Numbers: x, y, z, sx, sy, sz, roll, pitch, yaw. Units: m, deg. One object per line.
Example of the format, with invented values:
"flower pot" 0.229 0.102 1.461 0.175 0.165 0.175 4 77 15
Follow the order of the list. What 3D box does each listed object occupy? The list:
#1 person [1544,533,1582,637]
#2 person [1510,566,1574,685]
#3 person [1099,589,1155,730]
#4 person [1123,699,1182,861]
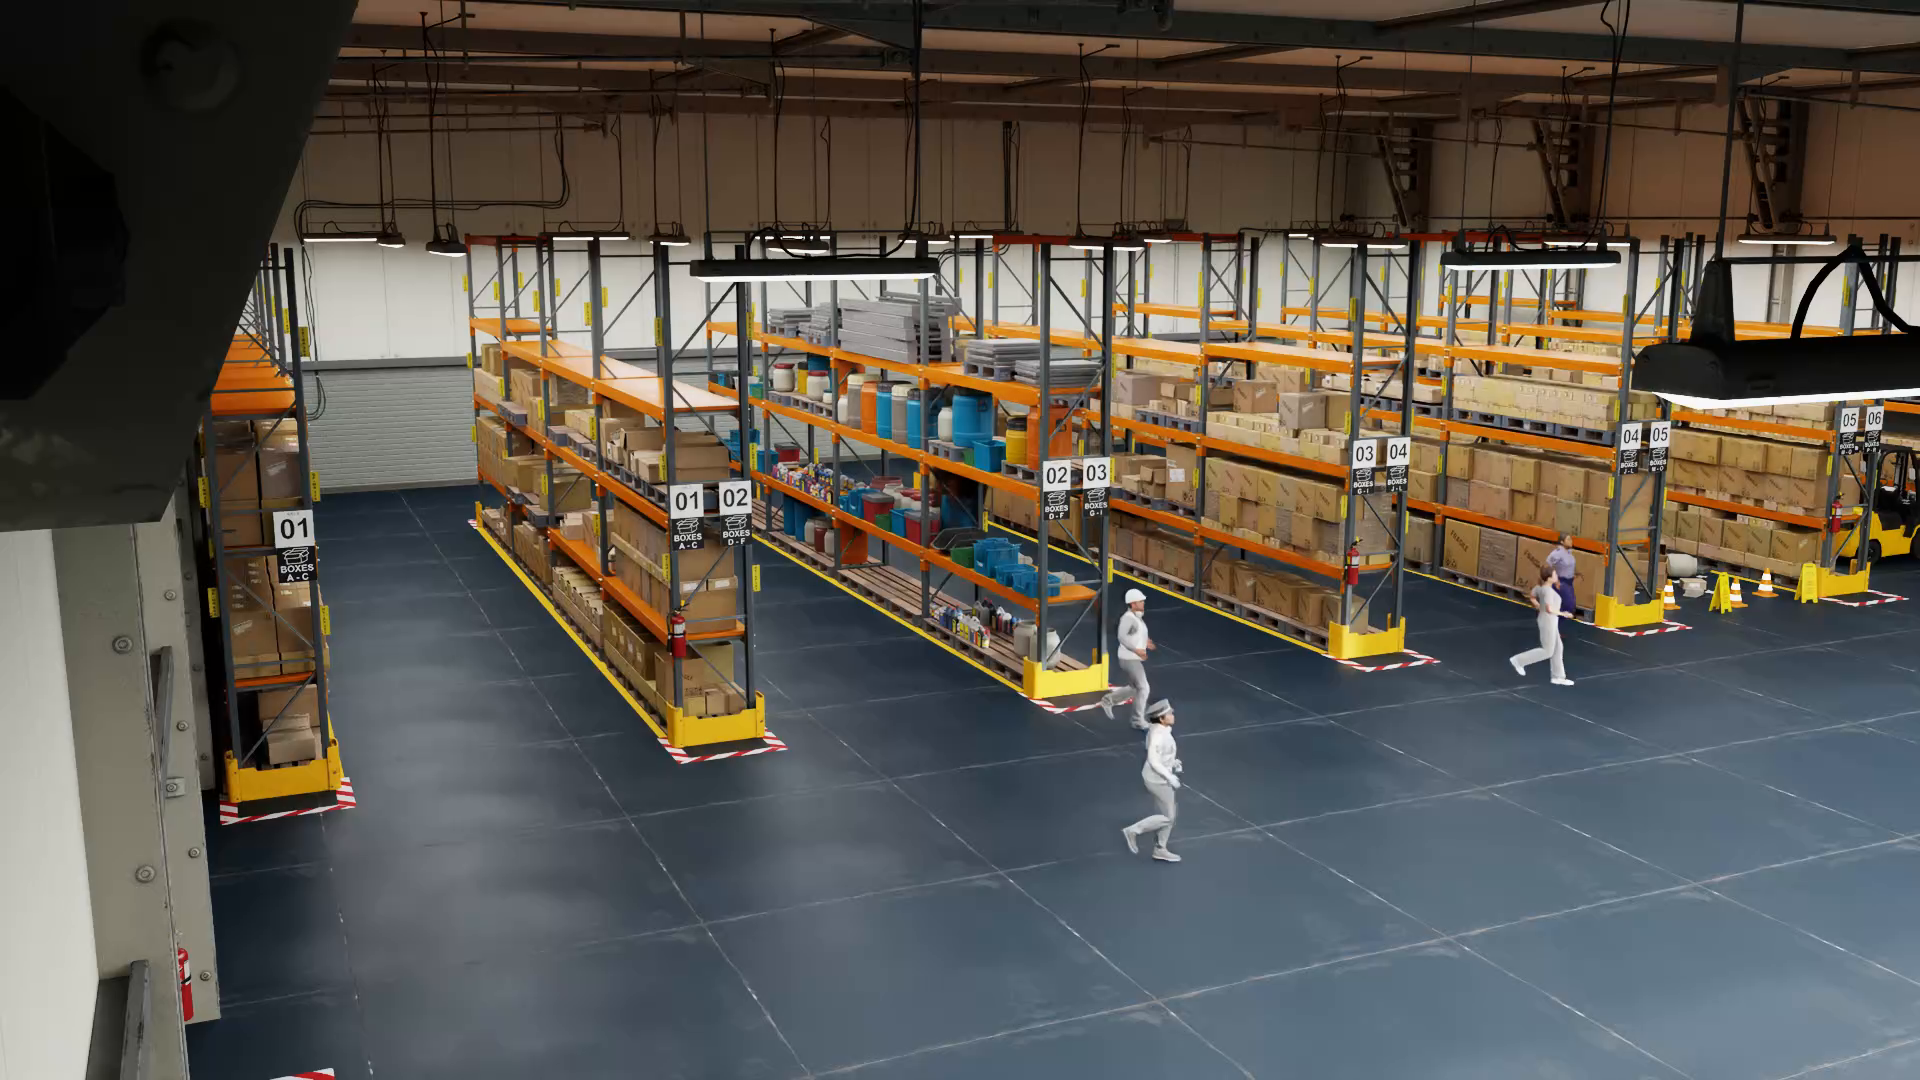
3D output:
"person" 9.219 0.687 25.465 0.537 1.607 0.593 10 15 41
"person" 7.996 1.171 22.750 0.881 1.659 0.567 1 11 7
"person" 2.134 1.481 20.994 0.742 1.744 0.715 2 11 12
"person" 1.921 2.384 16.548 0.606 1.674 0.617 0 11 1
